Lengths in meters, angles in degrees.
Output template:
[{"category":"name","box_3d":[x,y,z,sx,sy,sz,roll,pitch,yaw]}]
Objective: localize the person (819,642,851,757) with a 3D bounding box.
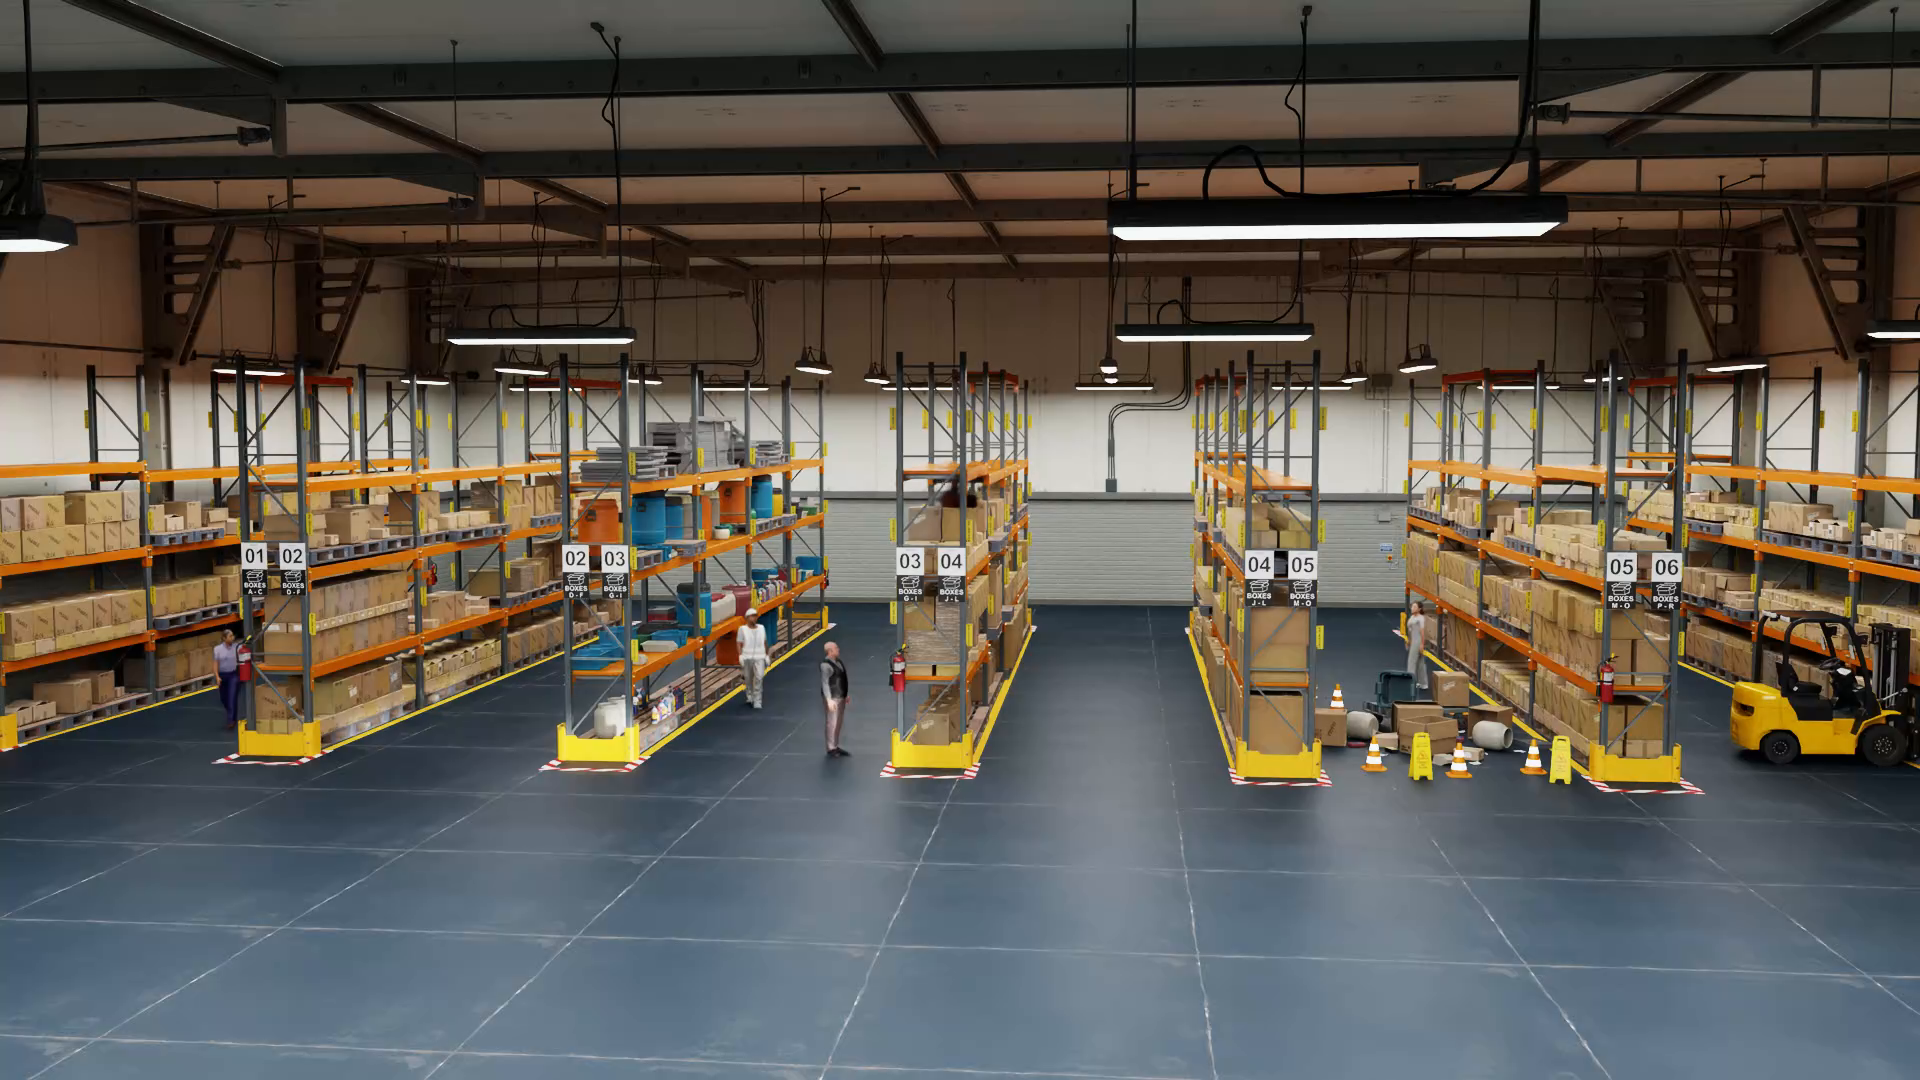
[{"category":"person","box_3d":[-1.886,2.377,24.904,0.374,1.716,0.582,2,5,27]}]

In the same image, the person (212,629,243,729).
[{"category":"person","box_3d":[-11.987,2.261,27.284,0.441,1.601,0.940,0,4,-5]}]

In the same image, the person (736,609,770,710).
[{"category":"person","box_3d":[-3.623,2.069,29.037,0.564,1.730,1.069,0,4,-3]}]

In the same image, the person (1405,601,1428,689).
[{"category":"person","box_3d":[8.475,1.962,31.158,0.623,1.659,0.493,1,4,10]}]
